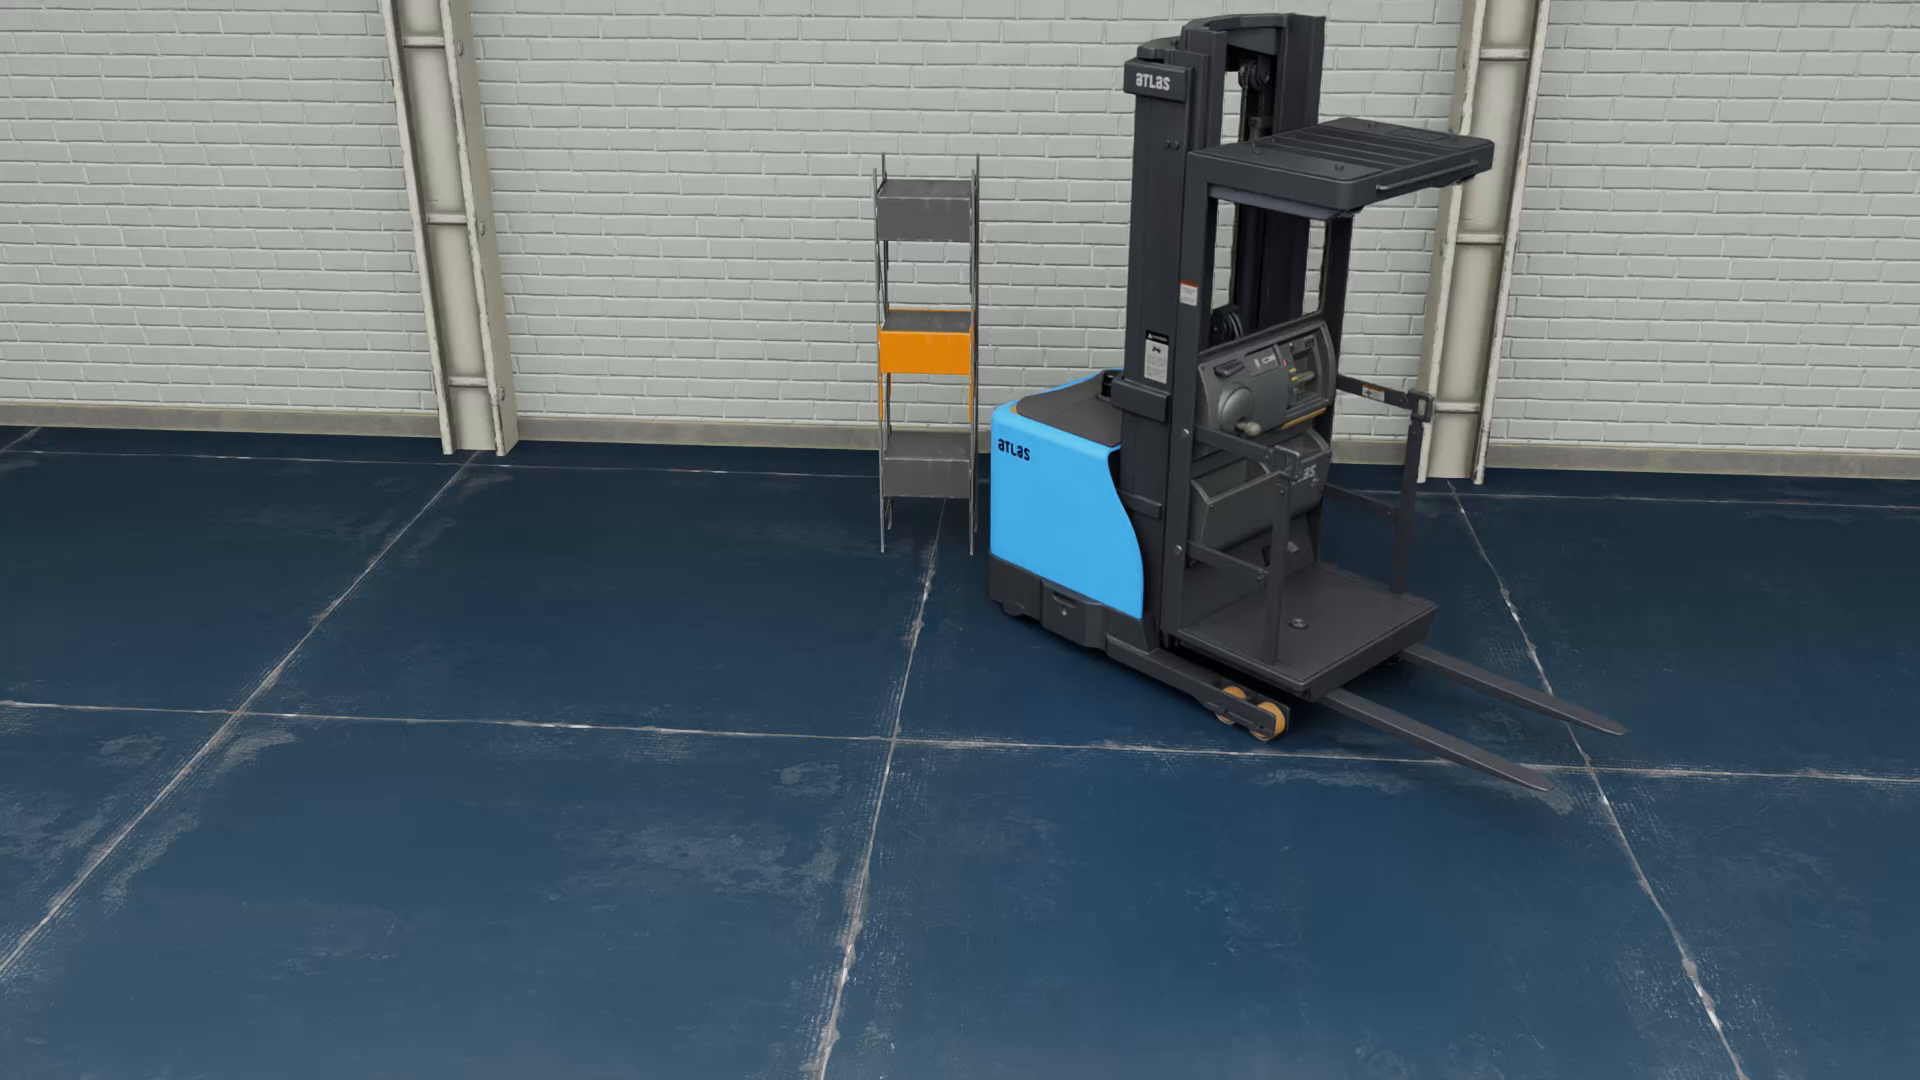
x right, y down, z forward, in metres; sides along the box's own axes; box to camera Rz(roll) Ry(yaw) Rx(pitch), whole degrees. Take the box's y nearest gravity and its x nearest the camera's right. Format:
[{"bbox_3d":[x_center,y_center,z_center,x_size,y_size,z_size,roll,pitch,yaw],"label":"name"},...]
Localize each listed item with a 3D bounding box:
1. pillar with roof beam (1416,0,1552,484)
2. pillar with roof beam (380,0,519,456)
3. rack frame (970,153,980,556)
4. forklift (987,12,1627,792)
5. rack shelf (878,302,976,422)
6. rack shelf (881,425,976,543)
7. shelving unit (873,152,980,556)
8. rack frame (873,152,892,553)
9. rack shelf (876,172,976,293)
[{"bbox_3d":[2.622,-2.699,4.350,0.400,9.000,9.100,2,25,4],"label":"pillar with roof beam"},{"bbox_3d":[-3.360,-2.891,4.767,0.400,9.000,9.100,2,25,4],"label":"pillar with roof beam"},{"bbox_3d":[0.078,-0.951,8.806,0.015,2.100,0.400,2,25,4],"label":"rack frame"},{"bbox_3d":[1.516,-0.691,7.245,1.130,2.935,3.031,-22,32,-39],"label":"forklift"},{"bbox_3d":[-0.165,-0.947,8.828,0.480,0.518,0.431,2,25,4],"label":"rack shelf"},{"bbox_3d":[-0.165,-0.311,9.121,0.480,0.518,0.431,2,25,4],"label":"rack shelf"},{"bbox_3d":[-0.165,-0.959,8.823,0.503,2.100,0.431,2,25,4],"label":"shelving unit"},{"bbox_3d":[-0.408,-0.967,8.840,0.015,2.100,0.400,2,25,4],"label":"rack frame"},{"bbox_3d":[-0.165,-1.583,8.536,0.480,0.518,0.431,2,25,4],"label":"rack shelf"}]
